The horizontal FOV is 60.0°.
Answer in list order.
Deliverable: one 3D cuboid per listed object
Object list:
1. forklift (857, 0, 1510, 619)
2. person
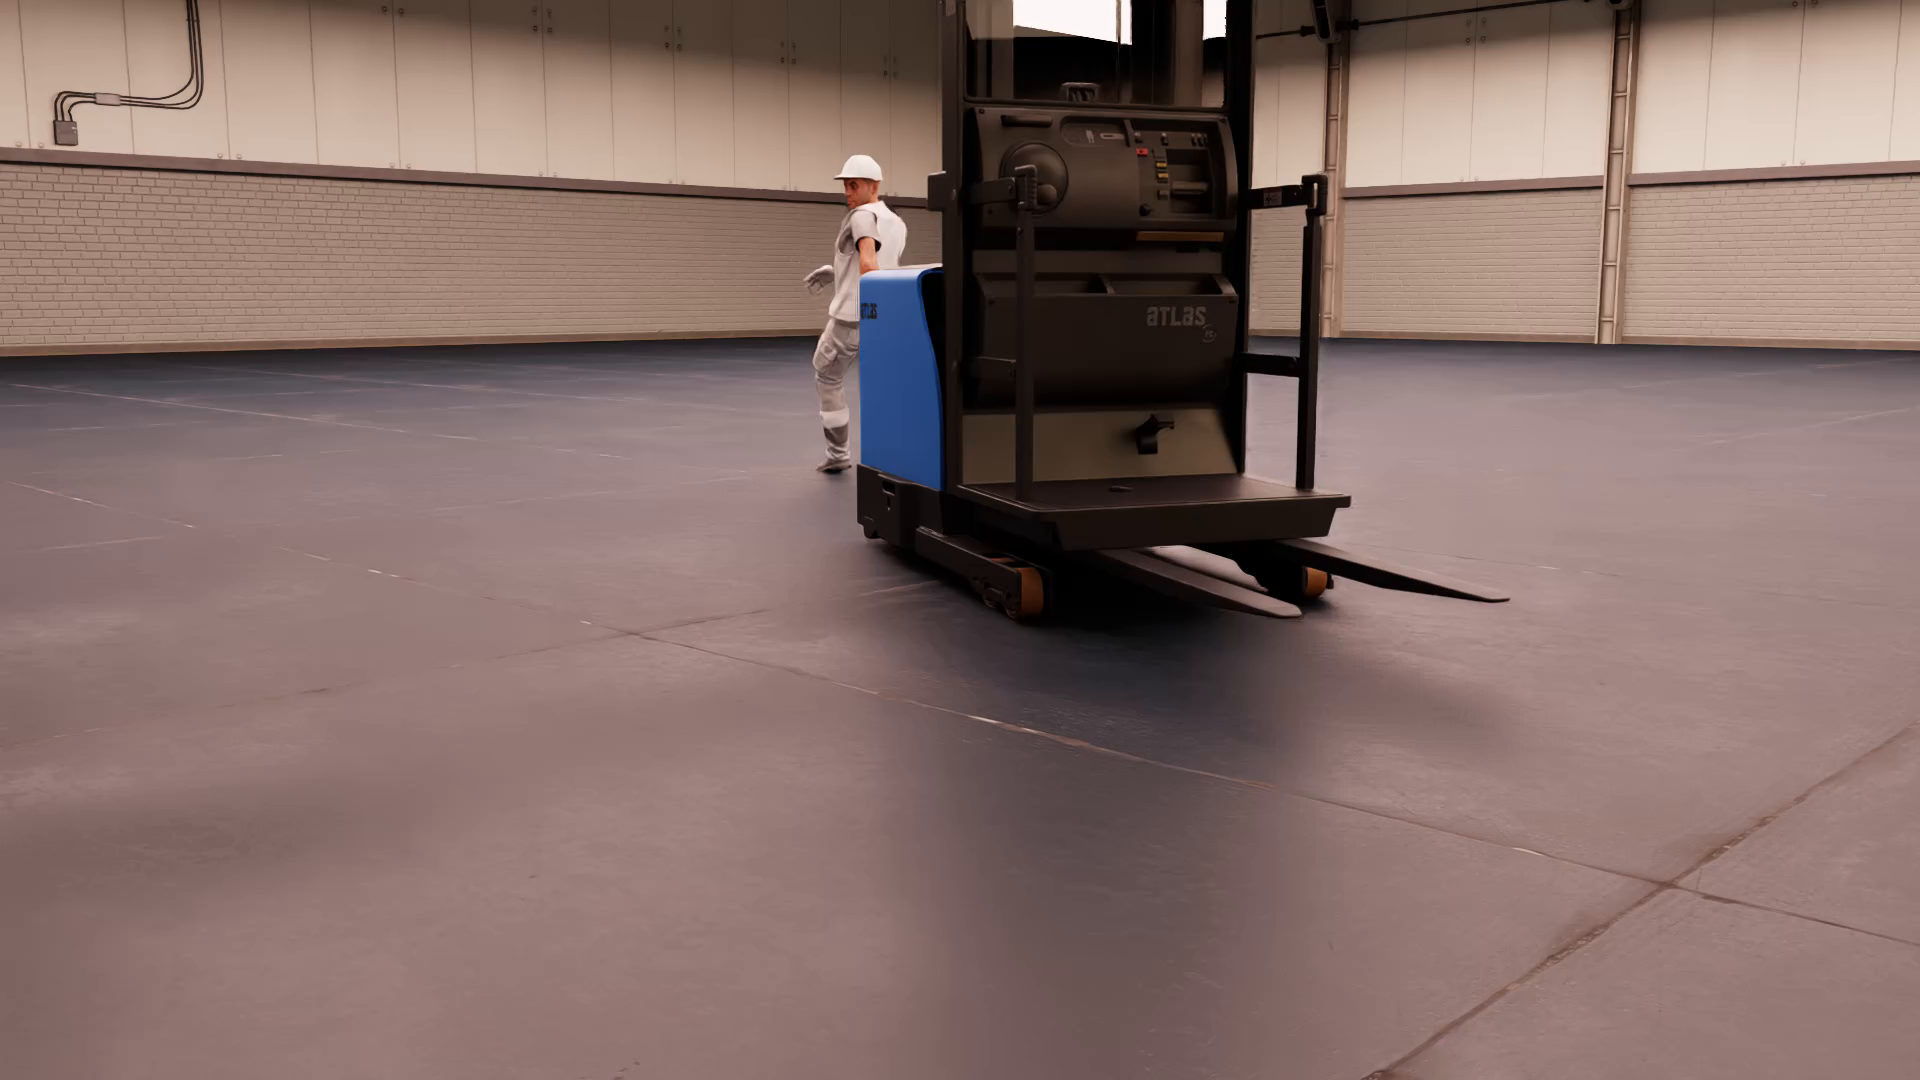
[{"bbox_3d":[0.568,-1.274,5.333,1.130,2.935,3.031,-3,9,-20],"label":"forklift"},{"bbox_3d":[-0.513,-1.182,8.902,0.560,1.713,0.986,-7,11,-39],"label":"person"}]
